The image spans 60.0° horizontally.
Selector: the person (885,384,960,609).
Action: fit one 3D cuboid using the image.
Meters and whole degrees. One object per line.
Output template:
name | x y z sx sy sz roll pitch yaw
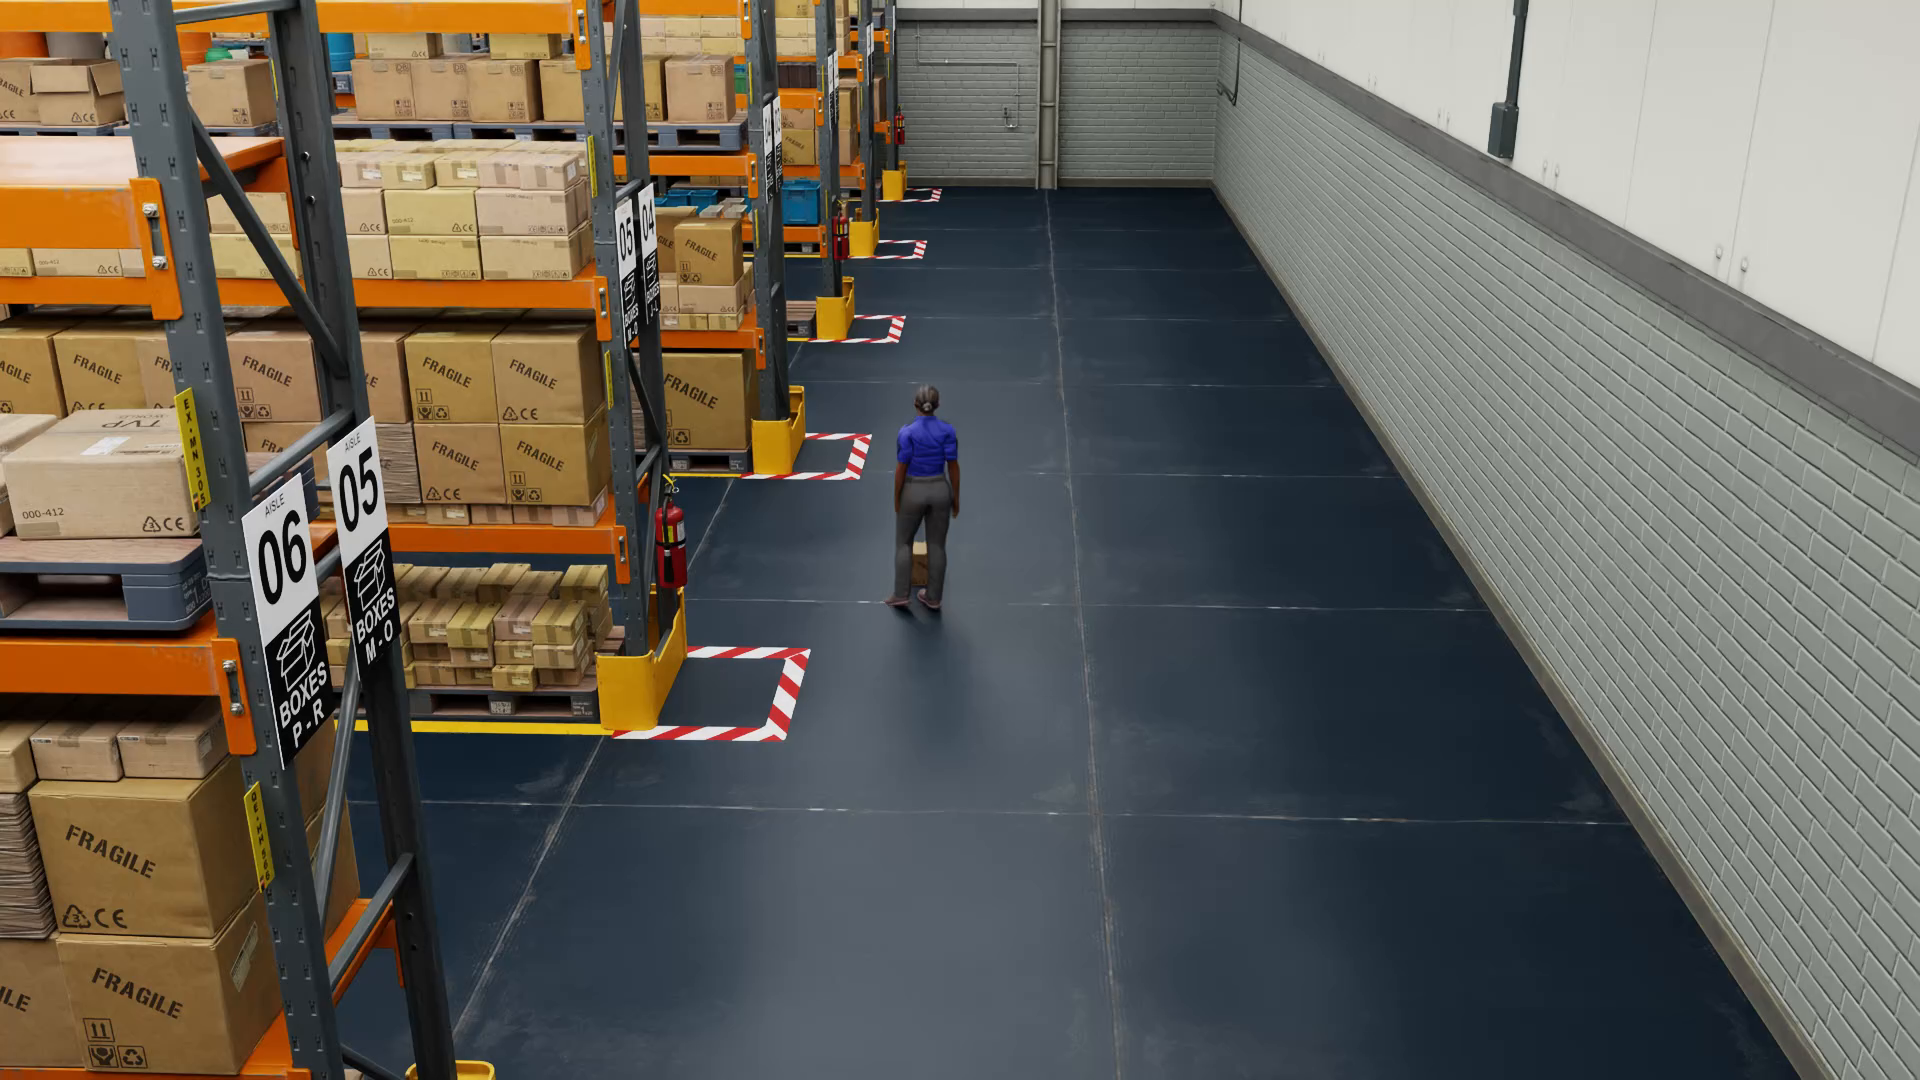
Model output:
person | -0.276 -0.290 11.879 0.520 1.708 0.372 -5 22 -14
